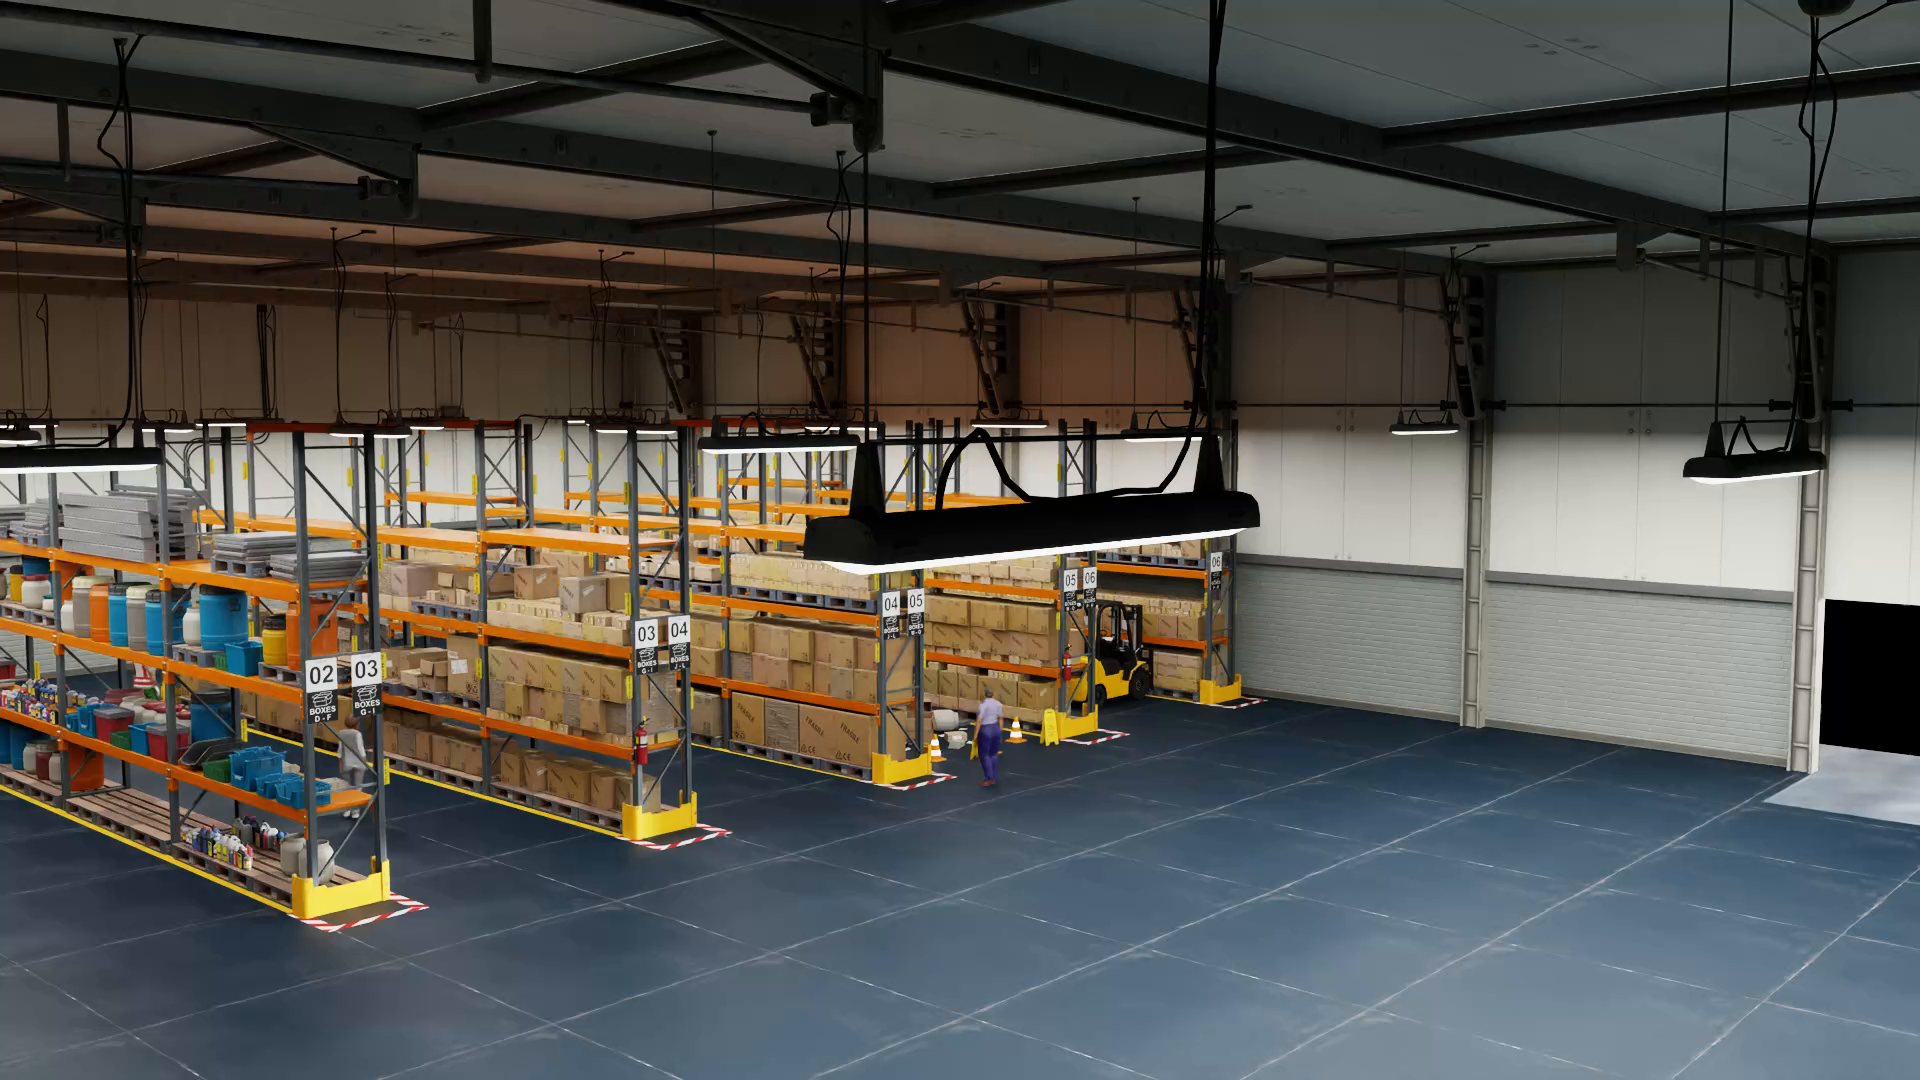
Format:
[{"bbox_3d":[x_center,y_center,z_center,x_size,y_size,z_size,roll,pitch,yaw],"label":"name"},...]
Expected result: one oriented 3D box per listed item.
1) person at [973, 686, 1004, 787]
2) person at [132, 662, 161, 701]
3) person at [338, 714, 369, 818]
[{"bbox_3d":[0.482,3.257,27.666,0.531,1.649,0.385,-3,6,-37],"label":"person"},{"bbox_3d":[-15.529,2.830,31.796,0.611,1.792,0.403,2,5,22],"label":"person"},{"bbox_3d":[-9.271,3.445,25.403,0.446,1.601,0.420,-1,5,-11],"label":"person"}]
